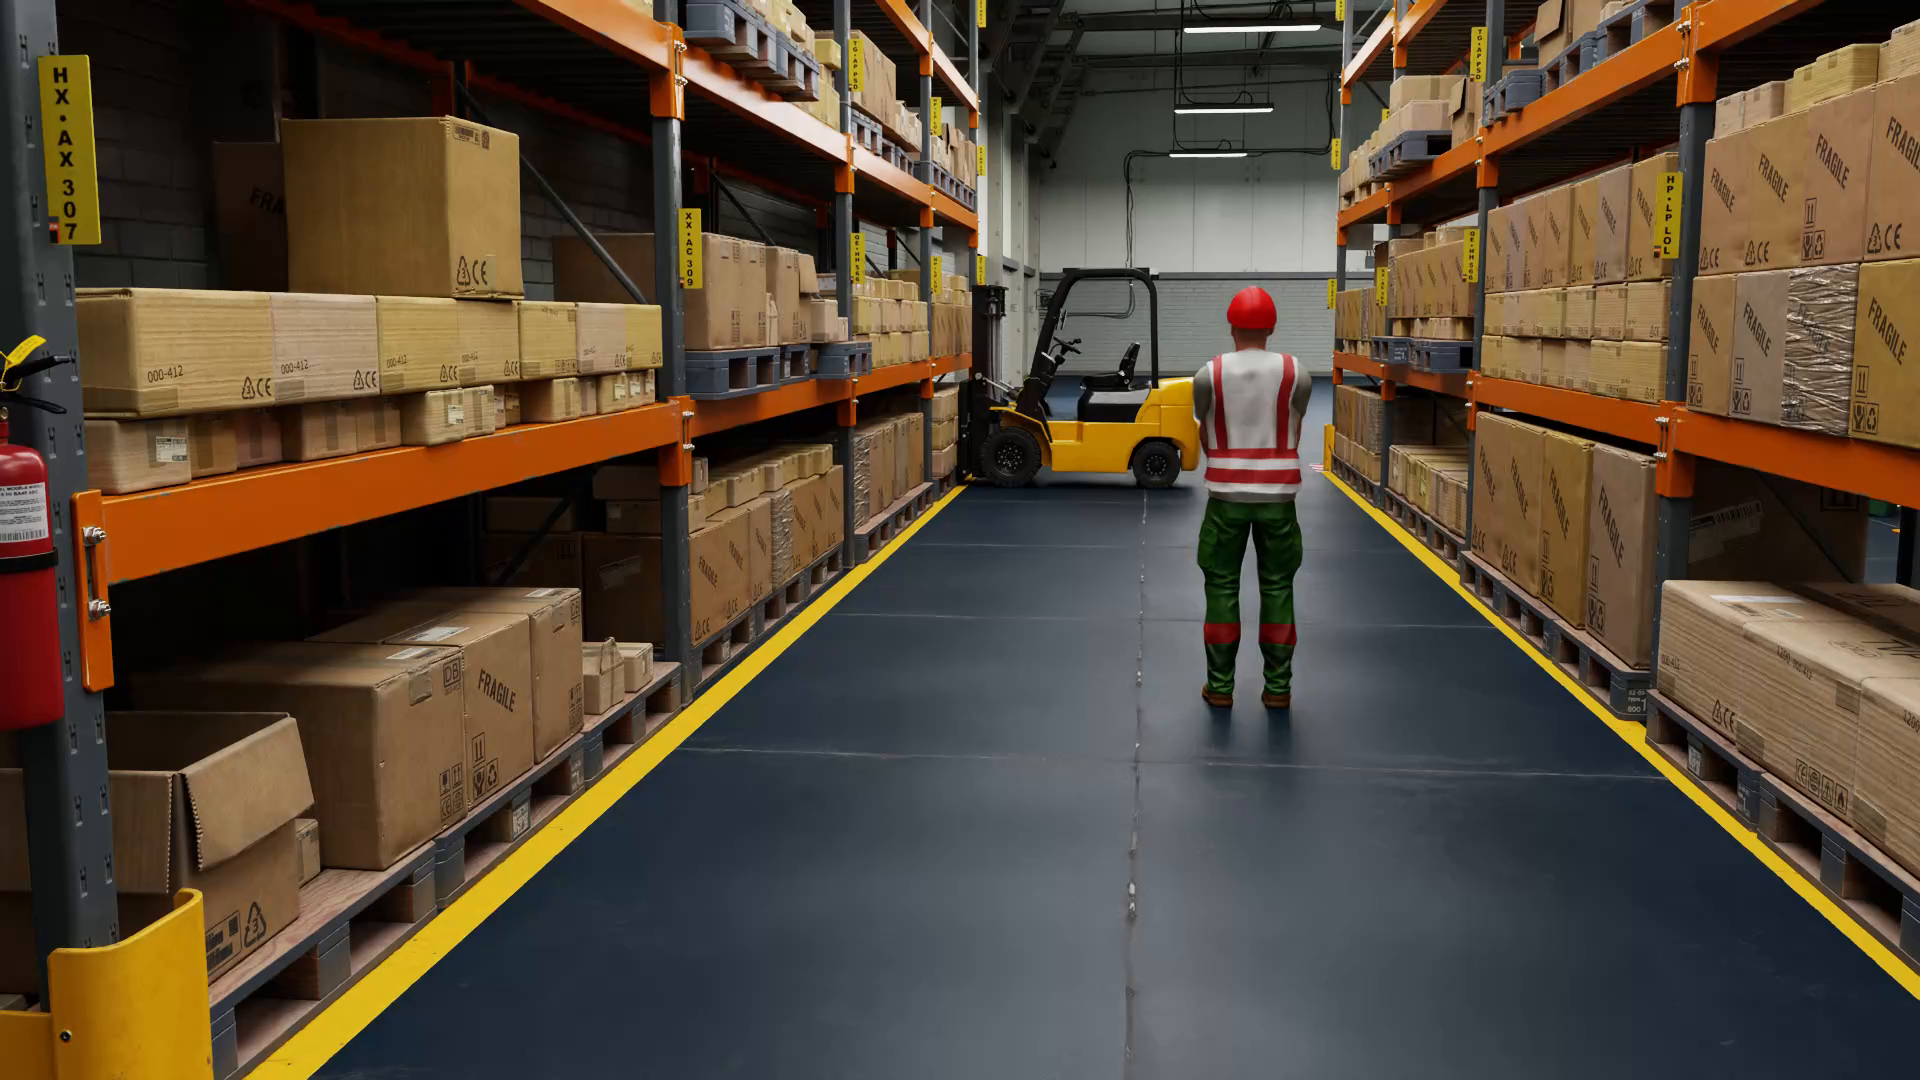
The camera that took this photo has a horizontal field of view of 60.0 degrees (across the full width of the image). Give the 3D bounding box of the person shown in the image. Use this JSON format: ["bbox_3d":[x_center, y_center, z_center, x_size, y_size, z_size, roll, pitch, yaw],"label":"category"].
[{"bbox_3d":[1.238,-0.189,7.156,0.494,1.783,0.563,1,8,6],"label":"person"}]
